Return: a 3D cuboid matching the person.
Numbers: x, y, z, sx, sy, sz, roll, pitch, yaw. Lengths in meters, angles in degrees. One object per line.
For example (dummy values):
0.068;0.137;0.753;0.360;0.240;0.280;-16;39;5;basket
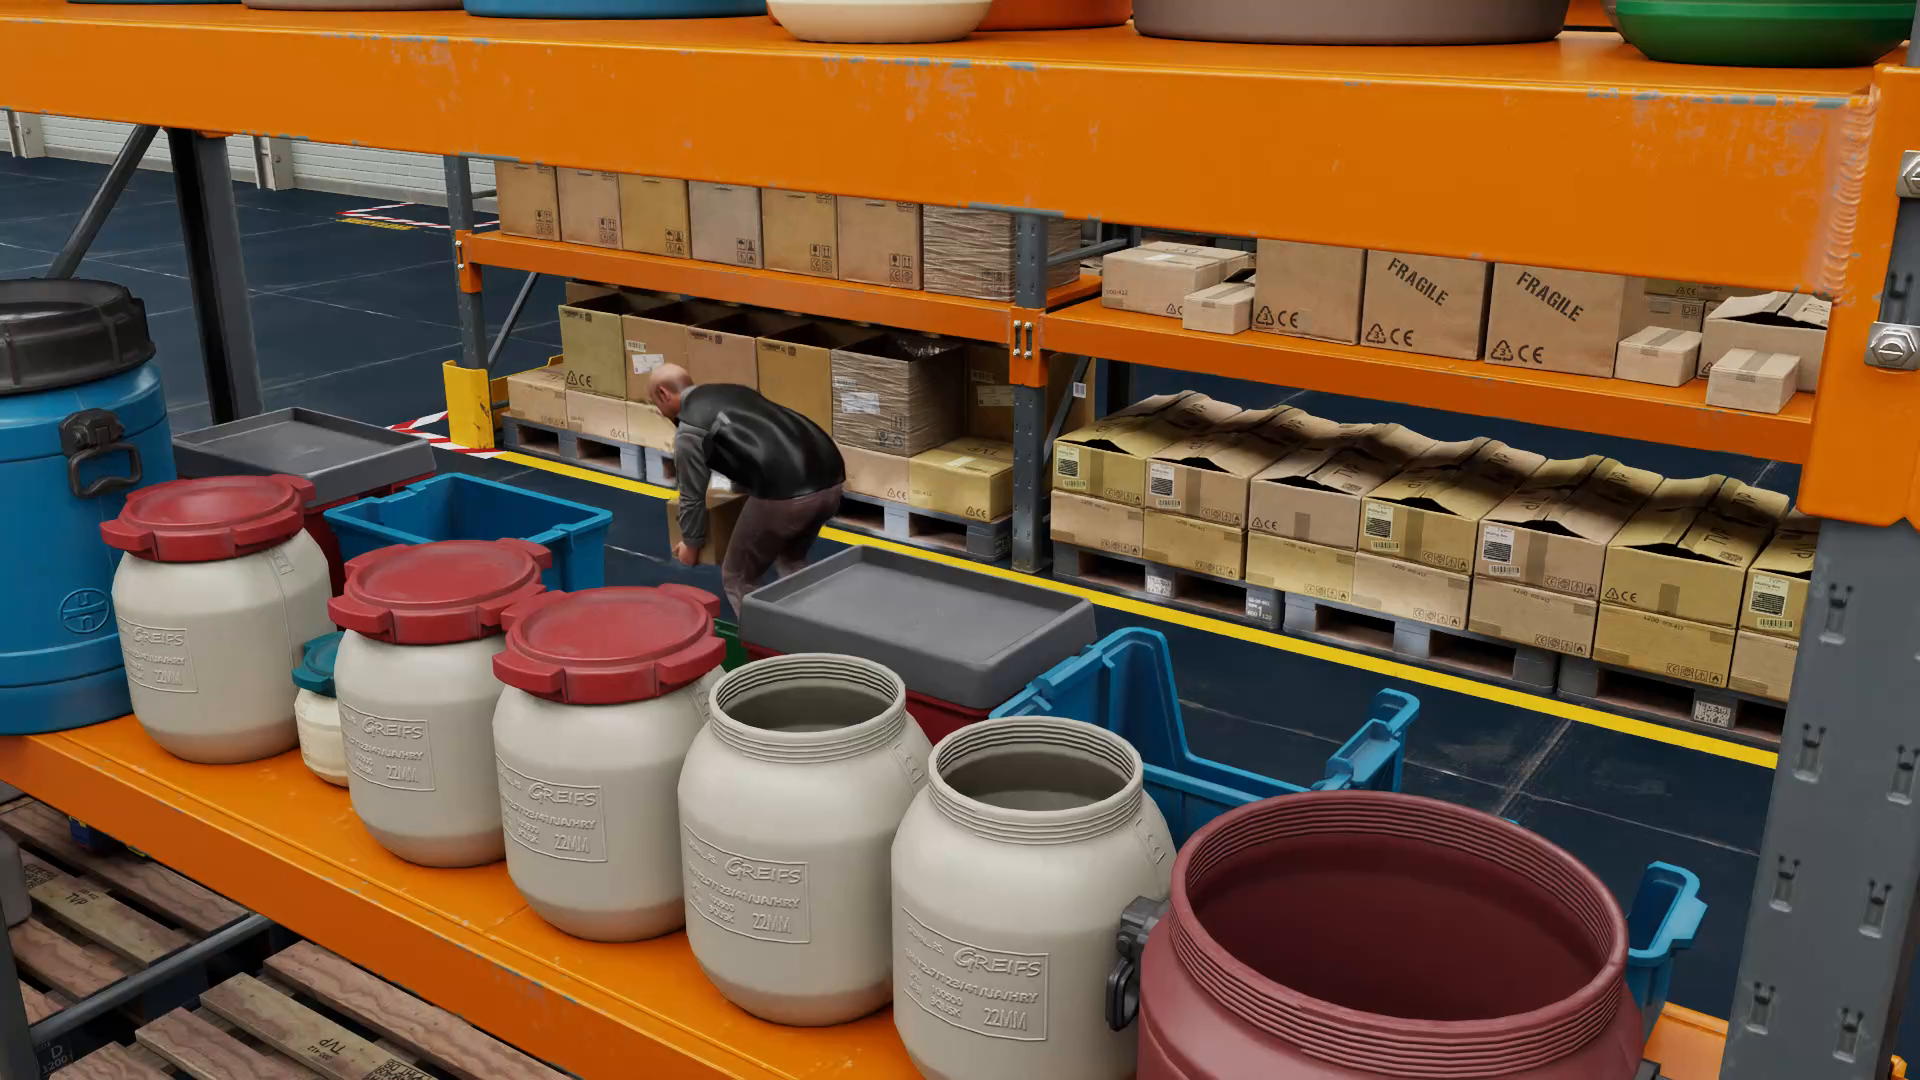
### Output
-0.910;-0.070;6.970;0.909;1.276;0.470;12;23;30;person
